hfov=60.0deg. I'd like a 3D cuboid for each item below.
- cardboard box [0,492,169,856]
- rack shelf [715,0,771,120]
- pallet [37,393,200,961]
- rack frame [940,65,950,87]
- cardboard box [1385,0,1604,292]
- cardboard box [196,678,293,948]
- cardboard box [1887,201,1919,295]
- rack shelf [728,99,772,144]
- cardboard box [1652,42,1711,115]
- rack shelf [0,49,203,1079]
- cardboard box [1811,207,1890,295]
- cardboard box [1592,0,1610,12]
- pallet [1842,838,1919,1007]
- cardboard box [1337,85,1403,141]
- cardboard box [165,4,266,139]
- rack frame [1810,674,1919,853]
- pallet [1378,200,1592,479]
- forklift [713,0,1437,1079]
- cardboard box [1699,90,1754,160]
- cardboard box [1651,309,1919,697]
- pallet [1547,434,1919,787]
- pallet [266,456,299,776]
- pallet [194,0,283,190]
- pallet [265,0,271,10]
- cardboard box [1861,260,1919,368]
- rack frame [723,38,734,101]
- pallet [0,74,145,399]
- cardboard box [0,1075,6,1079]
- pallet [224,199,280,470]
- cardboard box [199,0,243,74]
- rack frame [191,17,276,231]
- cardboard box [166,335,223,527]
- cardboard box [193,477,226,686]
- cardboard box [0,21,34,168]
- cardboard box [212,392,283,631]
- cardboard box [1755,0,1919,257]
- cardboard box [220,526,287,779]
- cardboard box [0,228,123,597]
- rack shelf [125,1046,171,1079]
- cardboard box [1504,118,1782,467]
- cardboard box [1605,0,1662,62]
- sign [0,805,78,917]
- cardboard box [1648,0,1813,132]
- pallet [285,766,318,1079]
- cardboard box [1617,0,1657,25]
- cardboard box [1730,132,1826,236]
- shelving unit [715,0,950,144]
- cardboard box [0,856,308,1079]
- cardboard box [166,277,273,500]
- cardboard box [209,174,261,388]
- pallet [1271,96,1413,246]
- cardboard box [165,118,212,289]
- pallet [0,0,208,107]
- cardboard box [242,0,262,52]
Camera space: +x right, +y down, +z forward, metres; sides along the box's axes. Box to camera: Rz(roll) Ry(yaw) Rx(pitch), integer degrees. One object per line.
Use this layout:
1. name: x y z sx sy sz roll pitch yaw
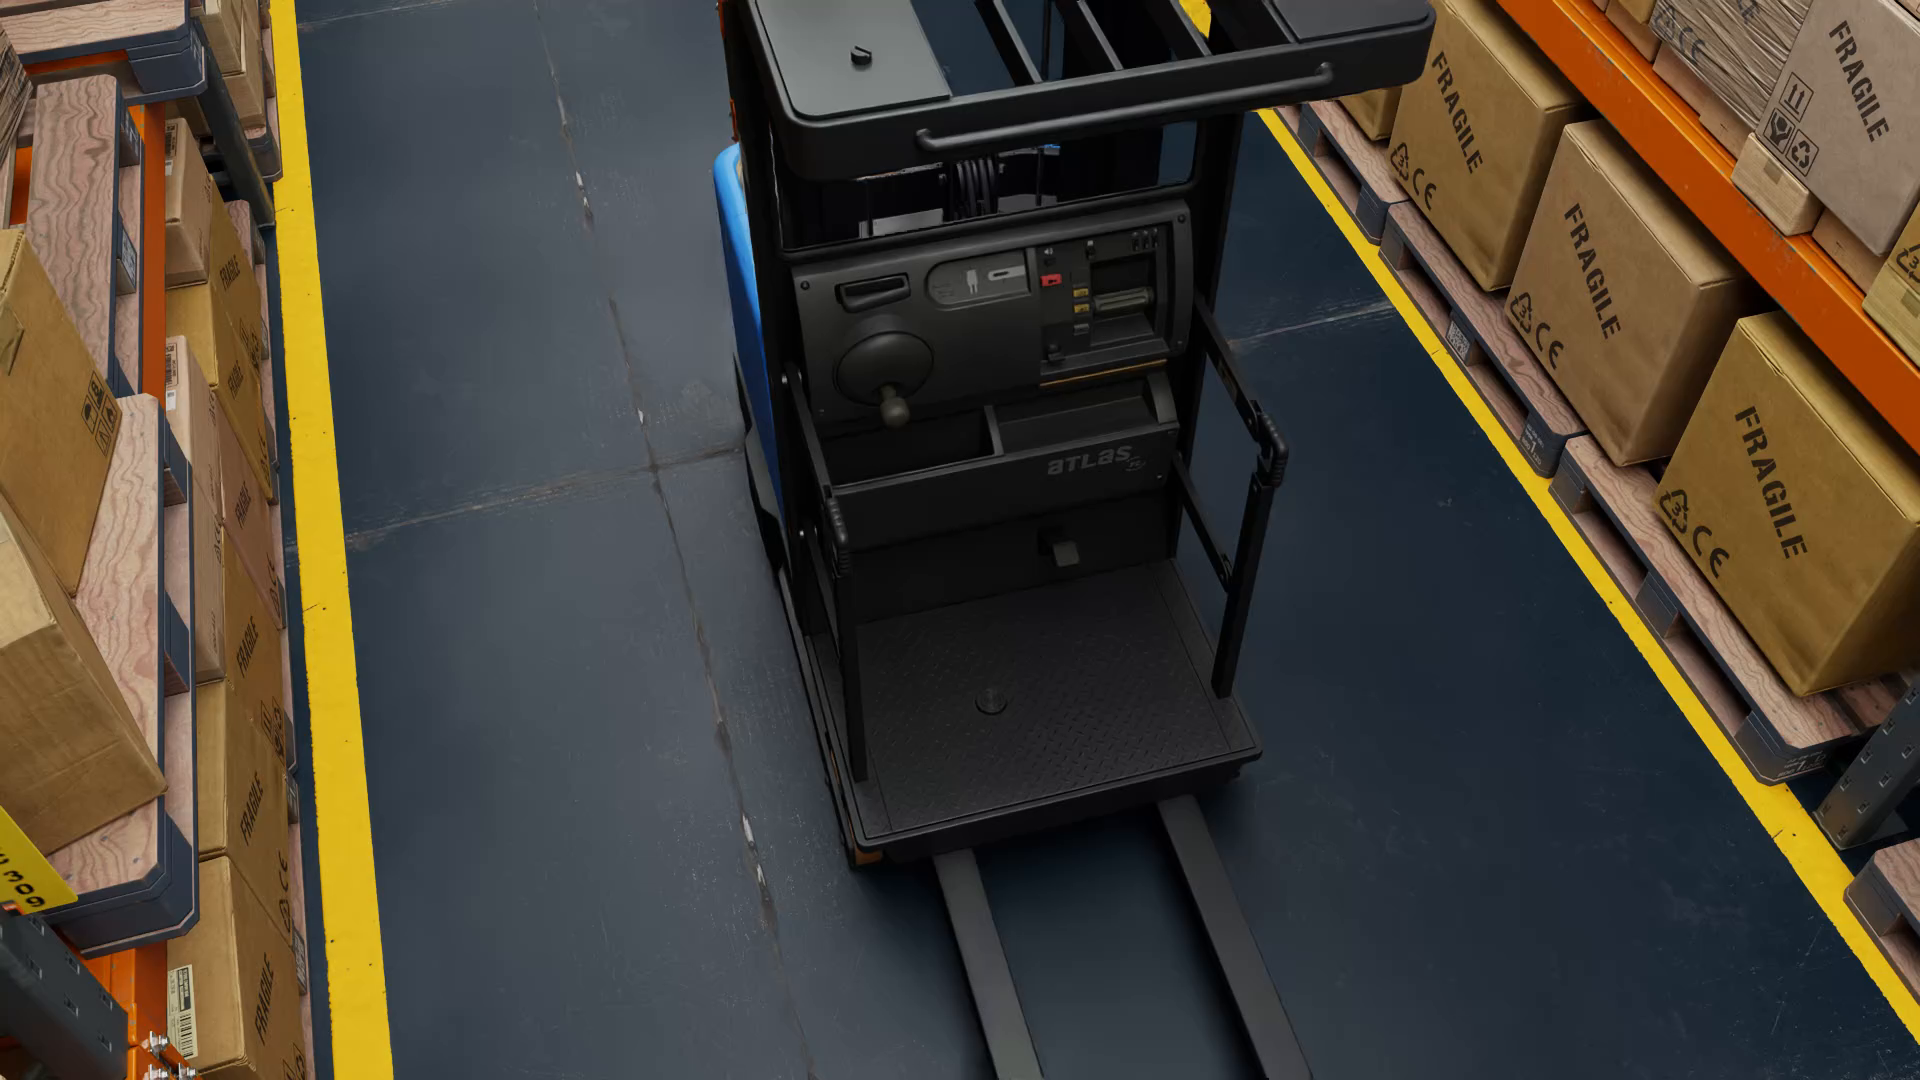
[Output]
1. cardboard box: -1.806 0.286 2.707 0.700 0.500 0.500 -30 56 -23
2. rack shelf: -0.430 -1.546 5.435 0.538 0.278 1.000 -14 51 -12
3. pallet: -2.011 0.304 3.157 1.003 0.211 1.213 -13 51 -11
4. rack frame: -0.270 -0.988 5.348 0.500 1.125 0.032 -14 51 -12
5. cardboard box: 2.014 -1.428 5.624 0.750 0.750 0.750 -14 51 -11
6. cardboard box: -1.958 0.719 4.029 0.500 0.500 0.500 -13 51 -10
7. cardboard box: 2.474 -0.687 3.594 0.500 0.500 0.500 -14 51 -12
8. rack shelf: -0.430 -1.200 5.846 0.538 0.278 1.000 -14 51 -12
9. cardboard box: 2.147 -1.318 4.551 0.380 0.149 0.250 -15 51 -12
10. rack shelf: -2.471 -0.378 4.078 1.077 0.370 4.000 -13 51 -11
11. cardboard box: 2.351 -0.759 4.079 0.380 0.149 0.250 -12 51 -10
12. cardboard box: 2.009 -1.709 4.880 0.380 0.149 0.250 -13 51 -11
13. pallet: 3.002 1.200 4.101 1.003 0.211 1.213 -13 51 -11
14. cardboard box: 1.761 -2.069 6.164 0.750 0.750 0.750 -14 51 -11
15. cardboard box: -2.937 -1.769 6.303 0.500 0.250 0.500 -13 51 -11
16. rack frame: 2.852 -0.272 3.518 1.000 3.000 0.127 -13 51 -11
17. pallet: 2.187 -0.813 5.797 1.003 0.211 1.213 -13 51 -11
18. forklift: 0.147 -0.408 3.677 1.130 2.935 3.031 -12 51 -10
19. cardboard box: 2.207 -1.132 4.394 0.380 0.149 0.250 -13 51 -11
20. cardboard box: 2.535 -0.160 4.554 0.750 0.750 0.750 -13 51 -11
21. pallet: 2.552 0.080 5.045 1.003 0.211 1.213 -13 51 -11
22. pallet: -2.520 0.271 4.883 1.003 0.211 1.213 -13 51 -11
23. pallet: -3.268 -1.782 6.614 1.003 0.211 1.213 -13 51 -11
24. pallet: -3.626 -2.672 7.364 1.003 0.211 1.213 -13 51 -11
25. cardboard box: 2.384 -0.560 3.911 0.380 0.149 0.250 -12 51 -10
26. rack frame: -0.590 -1.726 5.970 0.500 1.125 0.032 -14 51 -12
27. pallet: -2.483 -0.590 3.911 1.003 0.211 1.213 -13 51 -11
28. cardboard box: -1.486 1.125 2.274 0.500 0.500 0.500 -13 51 -10
29. pallet: -2.878 -0.618 5.633 1.003 0.211 1.213 -13 51 -11
30. cardboard box: -2.937 -1.950 6.089 0.500 0.311 0.500 -12 51 -10
31. rack frame: -3.062 -2.071 5.034 1.000 3.000 0.127 -13 51 -11
32. cardboard box: -2.234 -0.232 4.341 0.500 0.250 0.500 -14 51 -12
33. cardboard box: -2.085 0.134 4.032 0.500 0.250 0.500 -13 51 -11
34. cardboard box: -2.680 -1.093 3.869 0.700 0.500 0.500 -5 50 -4
35. cardboard box: -2.248 -0.017 4.650 0.500 0.500 0.500 -15 52 -12
36. cardboard box: 2.314 -1.057 3.906 0.500 0.500 0.500 -13 51 -11
37. cardboard box: -2.099 0.352 4.338 0.500 0.500 0.500 -13 51 -11
38. cardboard box: -2.070 -0.202 3.118 0.700 0.500 0.500 -6 50 -5
39. rack shelf: -1.288 2.543 1.615 1.077 0.370 4.000 -13 51 -11
40. cardboard box: 2.270 -0.809 5.101 0.750 0.750 0.750 -12 51 -10
41. cardboard box: 2.080 -1.515 4.717 0.380 0.149 0.250 -12 51 -10
42. sign: -1.363 0.443 2.348 0.100 0.325 0.005 -13 51 -11
43. cardboard box: 2.174 -1.426 4.217 0.500 0.500 0.500 -13 51 -11
44. pallet: -2.156 1.164 4.131 1.003 0.211 1.213 -13 51 -11
45. cardboard box: 2.021 -1.790 4.524 0.500 0.500 0.500 -12 51 -10
46. cardboard box: 2.216 -0.939 4.231 0.380 0.149 0.250 -13 51 -11
47. shelving unit: -0.430 -1.357 5.659 0.538 1.125 1.048 -14 51 -12
48. cardboard box: -1.790 1.106 3.703 0.500 0.500 0.500 -15 52 -13
49. cardboard box: -2.409 -0.399 4.972 0.500 0.500 0.500 -15 51 -12
50. cardboard box: -2.561 -0.777 5.290 0.500 0.500 0.500 -12 51 -10
51. pallet: 1.830 -1.702 6.547 1.003 0.211 1.213 -13 51 -11
52. cardboard box: -2.541 -0.979 4.970 0.500 0.250 0.500 -12 51 -10
53. pallet: -2.795 -1.530 4.703 1.213 0.211 1.003 -13 51 -11
54. cardboard box: -3.086 -2.136 6.613 0.500 0.250 0.500 -15 51 -12
